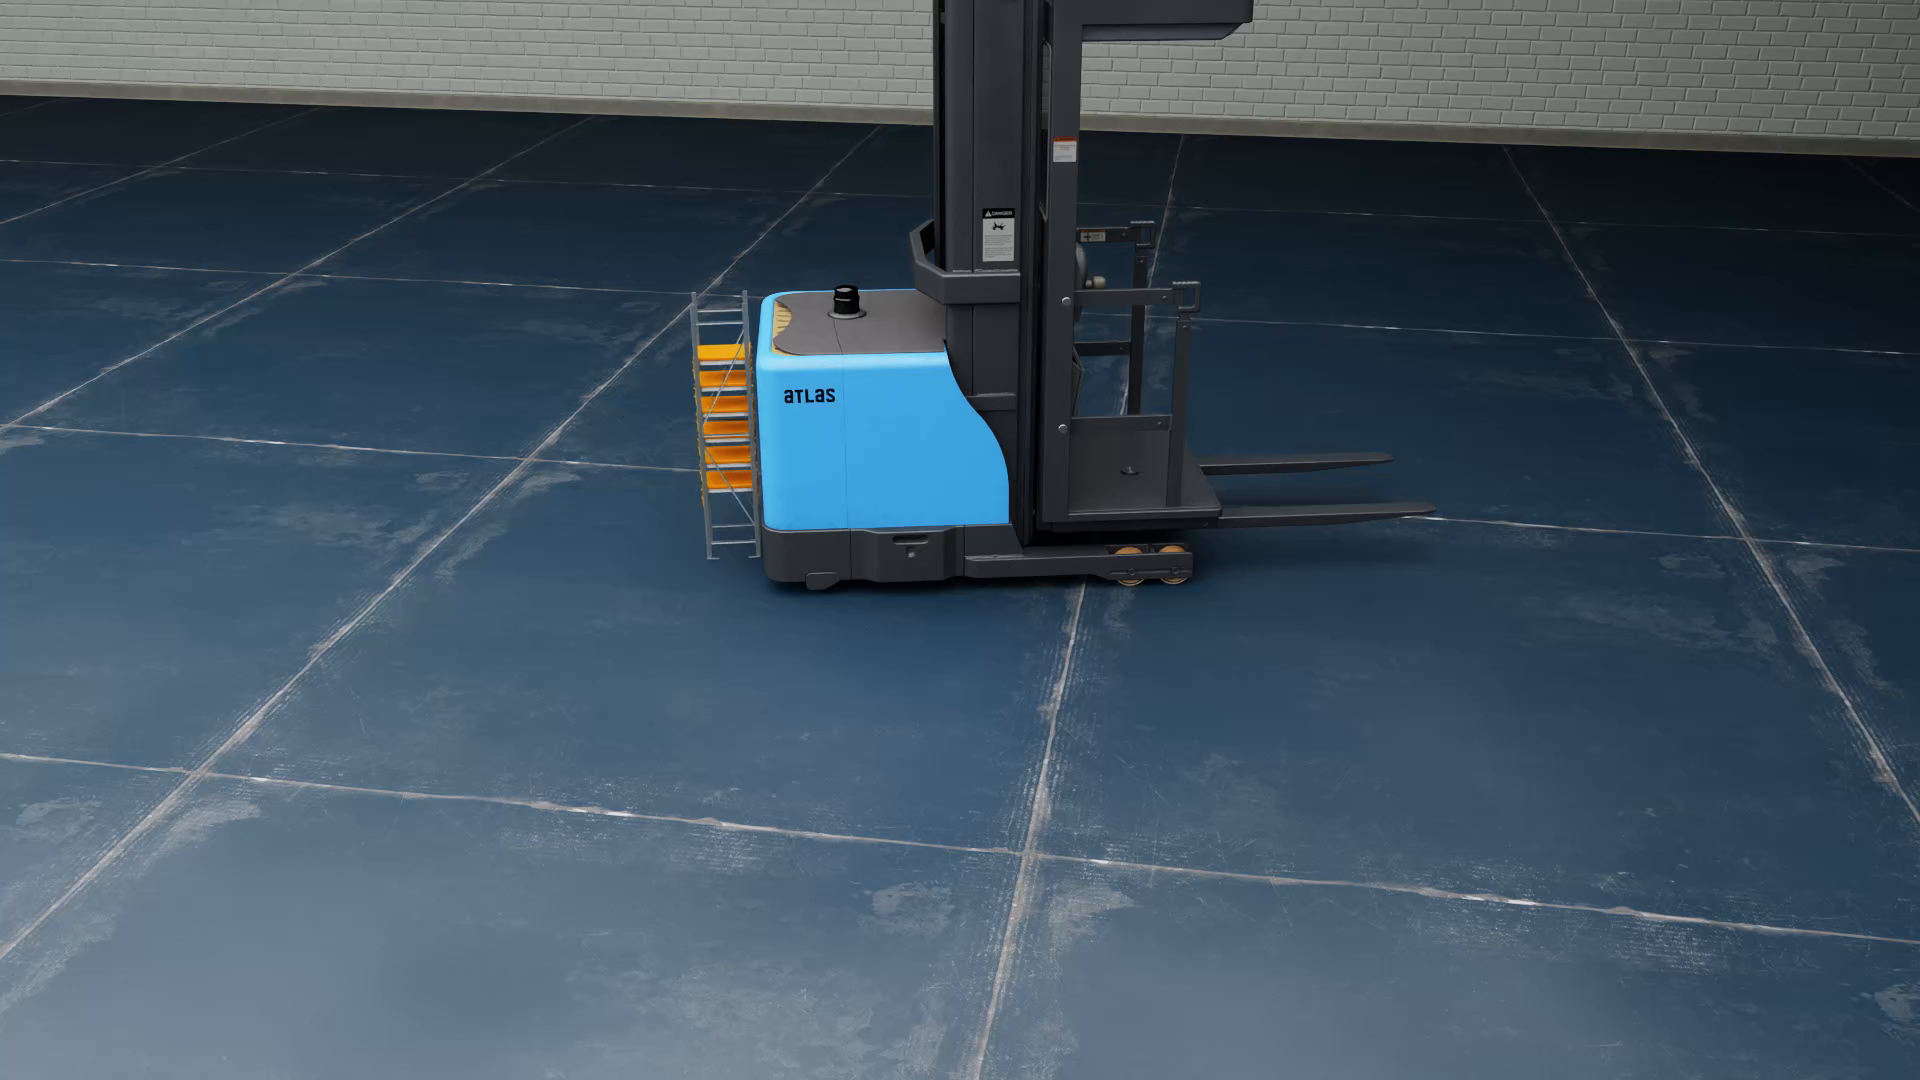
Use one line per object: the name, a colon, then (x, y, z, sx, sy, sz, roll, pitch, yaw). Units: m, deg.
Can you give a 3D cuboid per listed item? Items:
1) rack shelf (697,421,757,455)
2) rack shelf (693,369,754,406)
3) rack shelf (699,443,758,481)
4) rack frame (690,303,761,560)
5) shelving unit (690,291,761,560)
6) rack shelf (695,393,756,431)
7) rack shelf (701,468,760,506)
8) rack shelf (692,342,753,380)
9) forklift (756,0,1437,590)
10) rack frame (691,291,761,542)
rack shelf: (-1.037, -0.457, 7.416, 0.258, 0.103, 0.180, -3, 25, -5)
rack shelf: (-1.037, -0.675, 7.315, 0.258, 0.103, 0.180, -3, 25, -5)
rack shelf: (-1.037, -0.349, 7.467, 0.258, 0.103, 0.180, -3, 25, -5)
rack frame: (-1.027, -0.459, 7.315, 0.240, 1.200, 0.006, -3, 25, -5)
shelving unit: (-1.037, -0.498, 7.398, 0.258, 1.200, 0.189, -3, 25, -5)
rack shelf: (-1.037, -0.566, 7.366, 0.258, 0.103, 0.180, -3, 25, -5)
rack shelf: (-1.037, -0.240, 7.518, 0.258, 0.103, 0.180, -3, 25, -5)
rack shelf: (-1.037, -0.783, 7.264, 0.258, 0.103, 0.180, -3, 25, -5)
forklift: (0.620, -1.349, 7.174, 3.031, 2.935, 1.130, -2, 25, -4)
rack frame: (-1.046, -0.536, 7.480, 0.240, 1.200, 0.006, -3, 25, -5)
